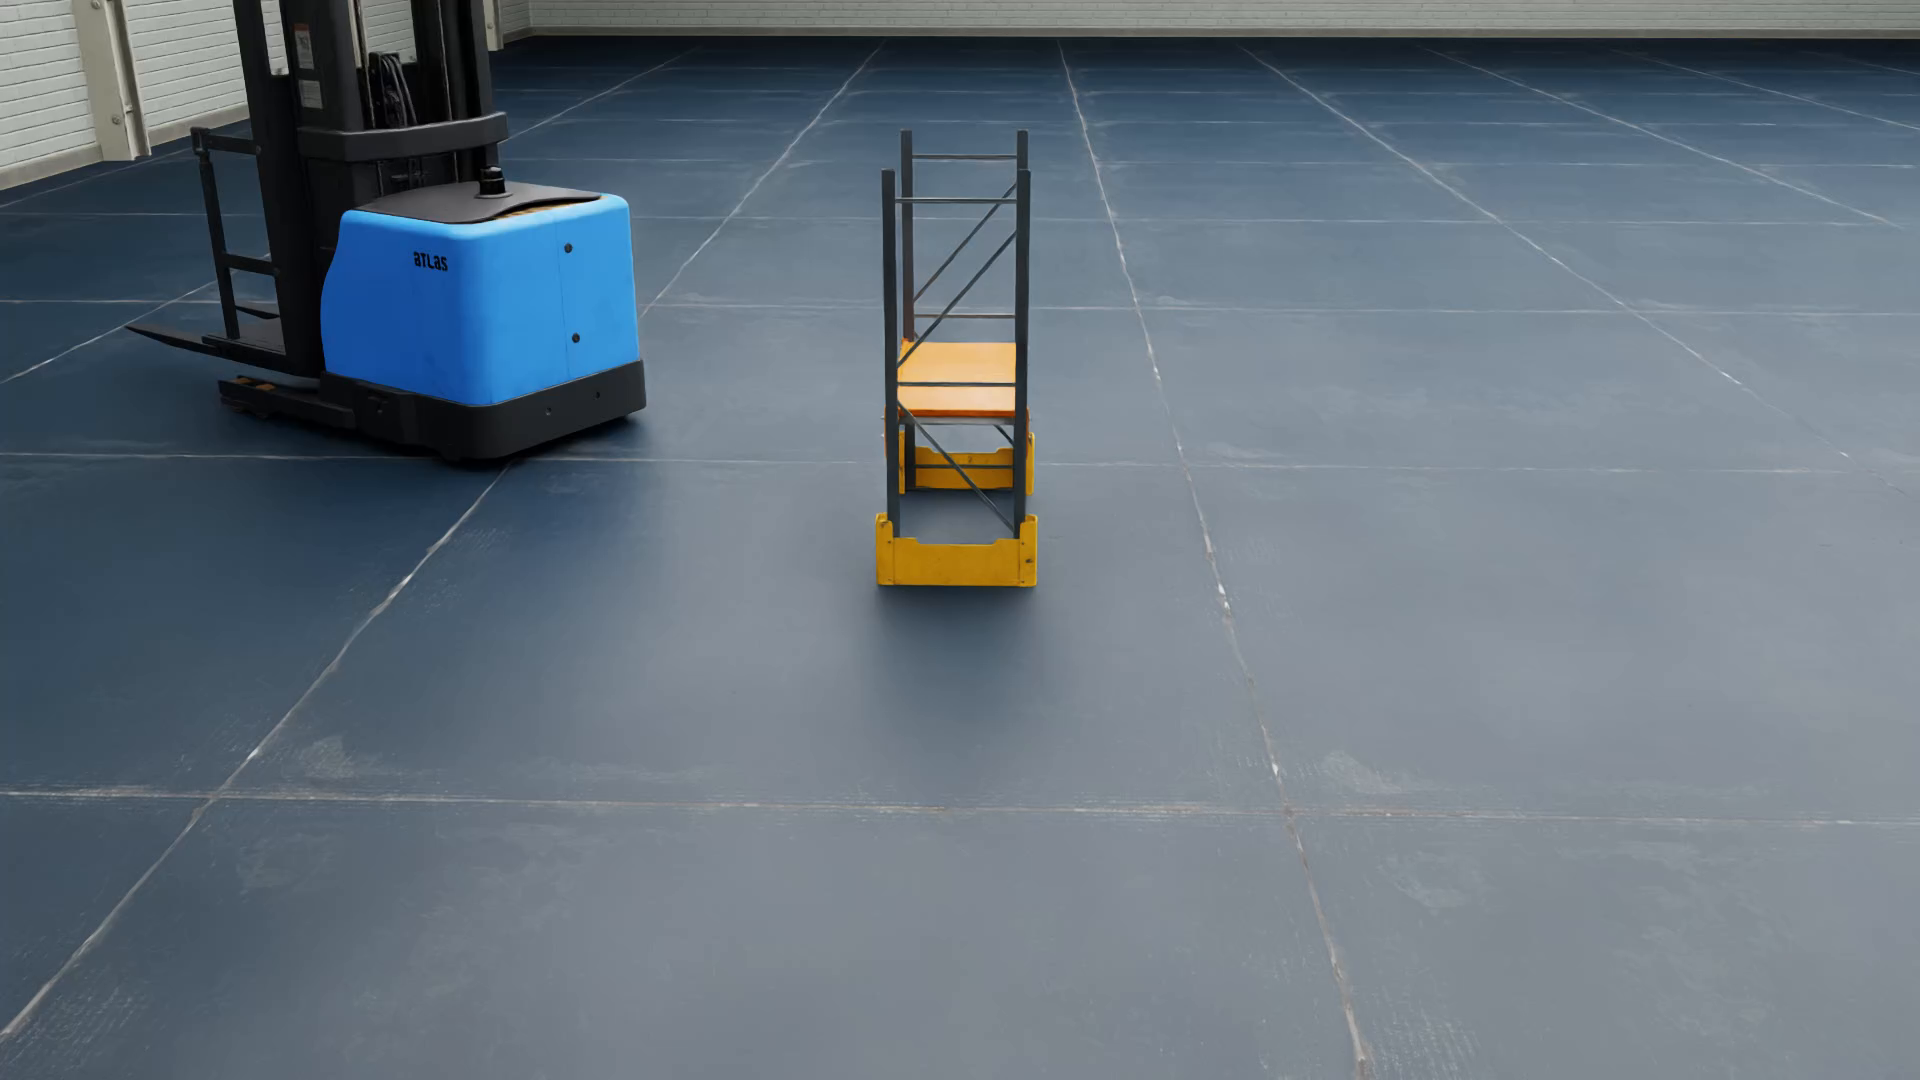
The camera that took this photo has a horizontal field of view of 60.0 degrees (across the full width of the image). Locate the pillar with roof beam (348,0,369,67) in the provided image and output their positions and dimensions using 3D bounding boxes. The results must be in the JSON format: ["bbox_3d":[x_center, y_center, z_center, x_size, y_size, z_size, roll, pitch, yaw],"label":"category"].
[{"bbox_3d":[-3.553,-10.005,19.873,9.100,9.000,0.400,1,21,2],"label":"pillar with roof beam"}]

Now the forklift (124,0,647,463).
[{"bbox_3d":[-3.014,-2.098,7.885,3.031,2.935,1.130,14,25,31],"label":"forklift"}]

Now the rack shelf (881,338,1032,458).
[{"bbox_3d":[0.003,-0.562,6.402,0.538,0.185,1.000,1,21,2],"label":"rack shelf"}]

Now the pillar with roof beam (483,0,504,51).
[{"bbox_3d":[-3.371,-12.174,25.464,9.100,9.000,0.400,1,21,2],"label":"pillar with roof beam"}]

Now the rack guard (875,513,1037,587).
[{"bbox_3d":[-0.013,0.036,6.091,0.587,0.250,0.087,1,21,2],"label":"rack guard"}]

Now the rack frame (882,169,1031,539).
[{"bbox_3d":[-0.013,-0.546,5.863,0.500,1.500,0.032,1,21,2],"label":"rack frame"}]

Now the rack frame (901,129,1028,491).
[{"bbox_3d":[0.018,-0.914,6.811,0.500,1.500,0.032,1,21,2],"label":"rack frame"}]

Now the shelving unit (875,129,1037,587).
[{"bbox_3d":[0.002,-0.727,6.329,0.587,1.500,1.083,1,21,2],"label":"shelving unit"}]

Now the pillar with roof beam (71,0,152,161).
[{"bbox_3d":[-3.736,-7.835,14.282,9.100,9.000,0.400,1,21,2],"label":"pillar with roof beam"}]

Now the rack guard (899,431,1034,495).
[{"bbox_3d":[0.017,-0.324,7.019,0.587,0.250,0.087,1,21,2],"label":"rack guard"}]
